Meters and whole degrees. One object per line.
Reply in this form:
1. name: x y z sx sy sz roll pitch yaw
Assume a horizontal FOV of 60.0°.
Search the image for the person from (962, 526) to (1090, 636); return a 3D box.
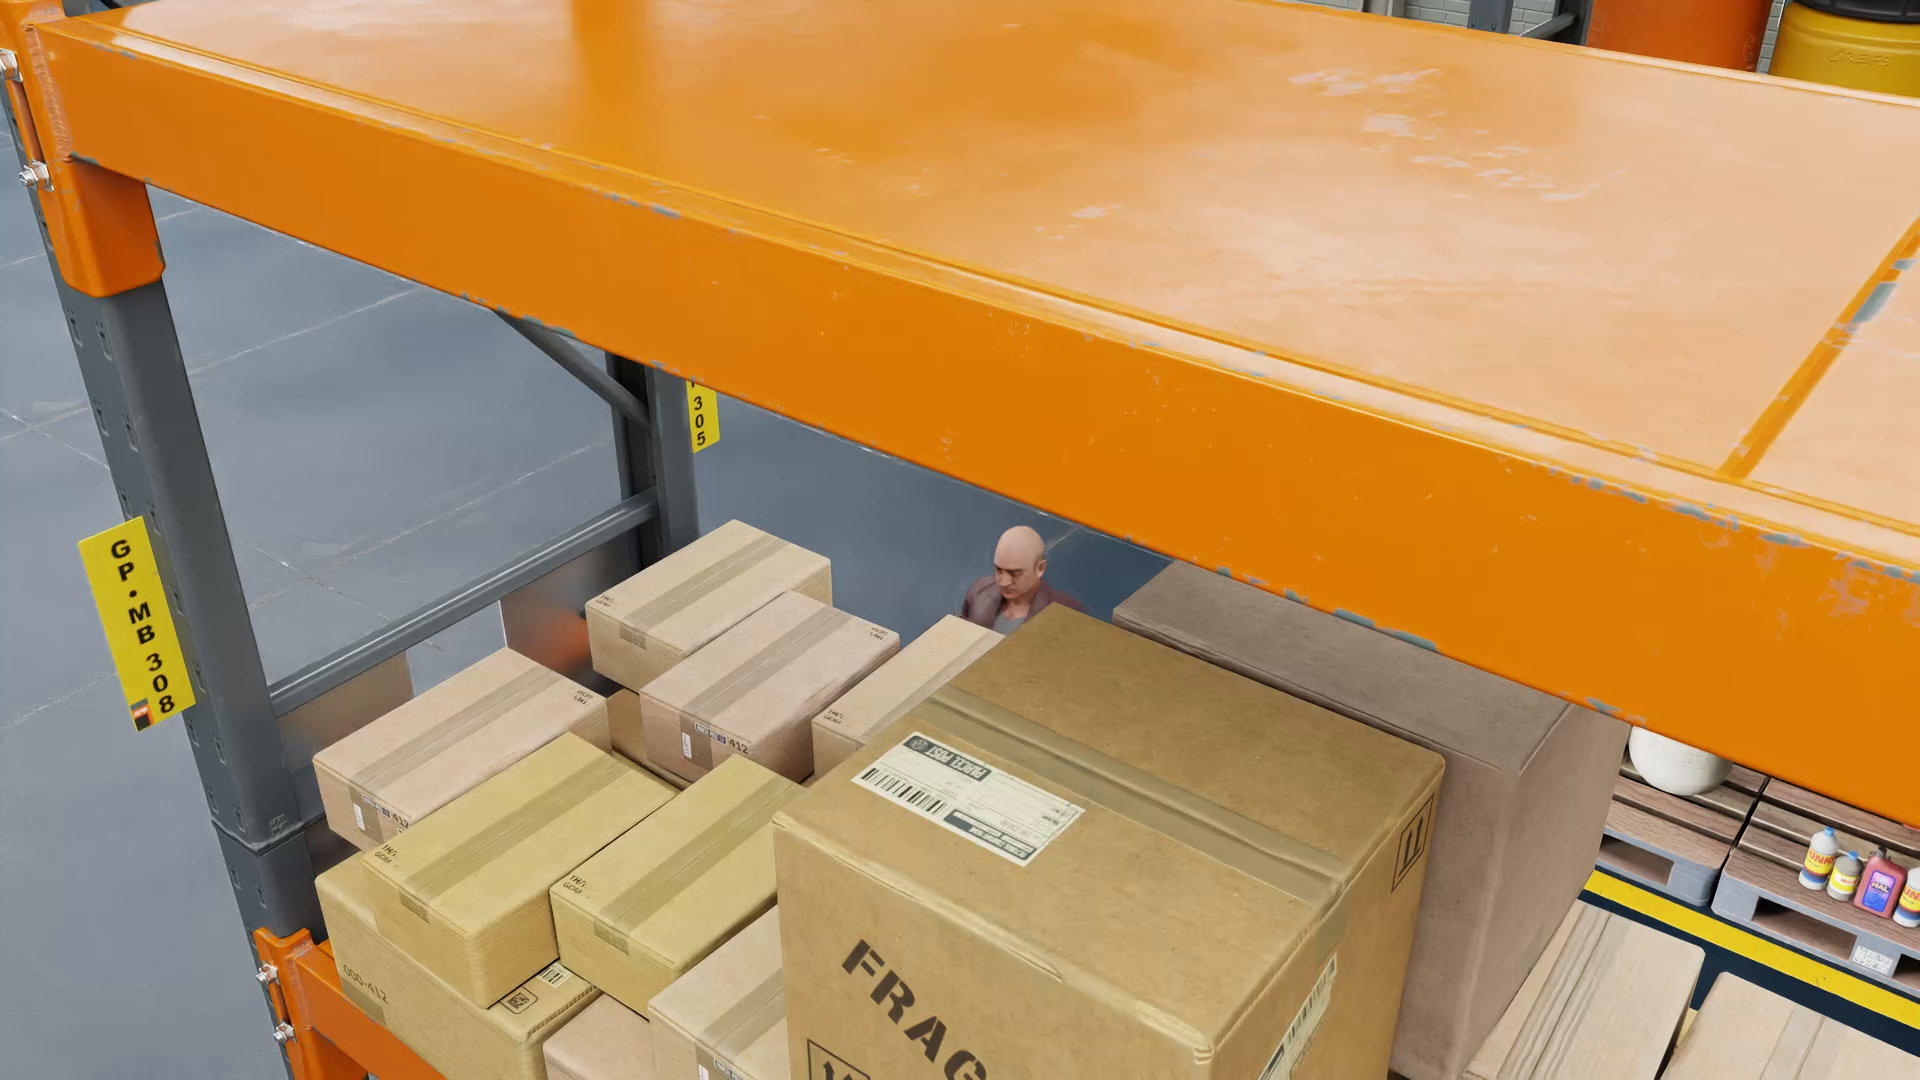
1. person: 0.228 0.789 6.318 0.640 1.812 0.447 13 33 21
